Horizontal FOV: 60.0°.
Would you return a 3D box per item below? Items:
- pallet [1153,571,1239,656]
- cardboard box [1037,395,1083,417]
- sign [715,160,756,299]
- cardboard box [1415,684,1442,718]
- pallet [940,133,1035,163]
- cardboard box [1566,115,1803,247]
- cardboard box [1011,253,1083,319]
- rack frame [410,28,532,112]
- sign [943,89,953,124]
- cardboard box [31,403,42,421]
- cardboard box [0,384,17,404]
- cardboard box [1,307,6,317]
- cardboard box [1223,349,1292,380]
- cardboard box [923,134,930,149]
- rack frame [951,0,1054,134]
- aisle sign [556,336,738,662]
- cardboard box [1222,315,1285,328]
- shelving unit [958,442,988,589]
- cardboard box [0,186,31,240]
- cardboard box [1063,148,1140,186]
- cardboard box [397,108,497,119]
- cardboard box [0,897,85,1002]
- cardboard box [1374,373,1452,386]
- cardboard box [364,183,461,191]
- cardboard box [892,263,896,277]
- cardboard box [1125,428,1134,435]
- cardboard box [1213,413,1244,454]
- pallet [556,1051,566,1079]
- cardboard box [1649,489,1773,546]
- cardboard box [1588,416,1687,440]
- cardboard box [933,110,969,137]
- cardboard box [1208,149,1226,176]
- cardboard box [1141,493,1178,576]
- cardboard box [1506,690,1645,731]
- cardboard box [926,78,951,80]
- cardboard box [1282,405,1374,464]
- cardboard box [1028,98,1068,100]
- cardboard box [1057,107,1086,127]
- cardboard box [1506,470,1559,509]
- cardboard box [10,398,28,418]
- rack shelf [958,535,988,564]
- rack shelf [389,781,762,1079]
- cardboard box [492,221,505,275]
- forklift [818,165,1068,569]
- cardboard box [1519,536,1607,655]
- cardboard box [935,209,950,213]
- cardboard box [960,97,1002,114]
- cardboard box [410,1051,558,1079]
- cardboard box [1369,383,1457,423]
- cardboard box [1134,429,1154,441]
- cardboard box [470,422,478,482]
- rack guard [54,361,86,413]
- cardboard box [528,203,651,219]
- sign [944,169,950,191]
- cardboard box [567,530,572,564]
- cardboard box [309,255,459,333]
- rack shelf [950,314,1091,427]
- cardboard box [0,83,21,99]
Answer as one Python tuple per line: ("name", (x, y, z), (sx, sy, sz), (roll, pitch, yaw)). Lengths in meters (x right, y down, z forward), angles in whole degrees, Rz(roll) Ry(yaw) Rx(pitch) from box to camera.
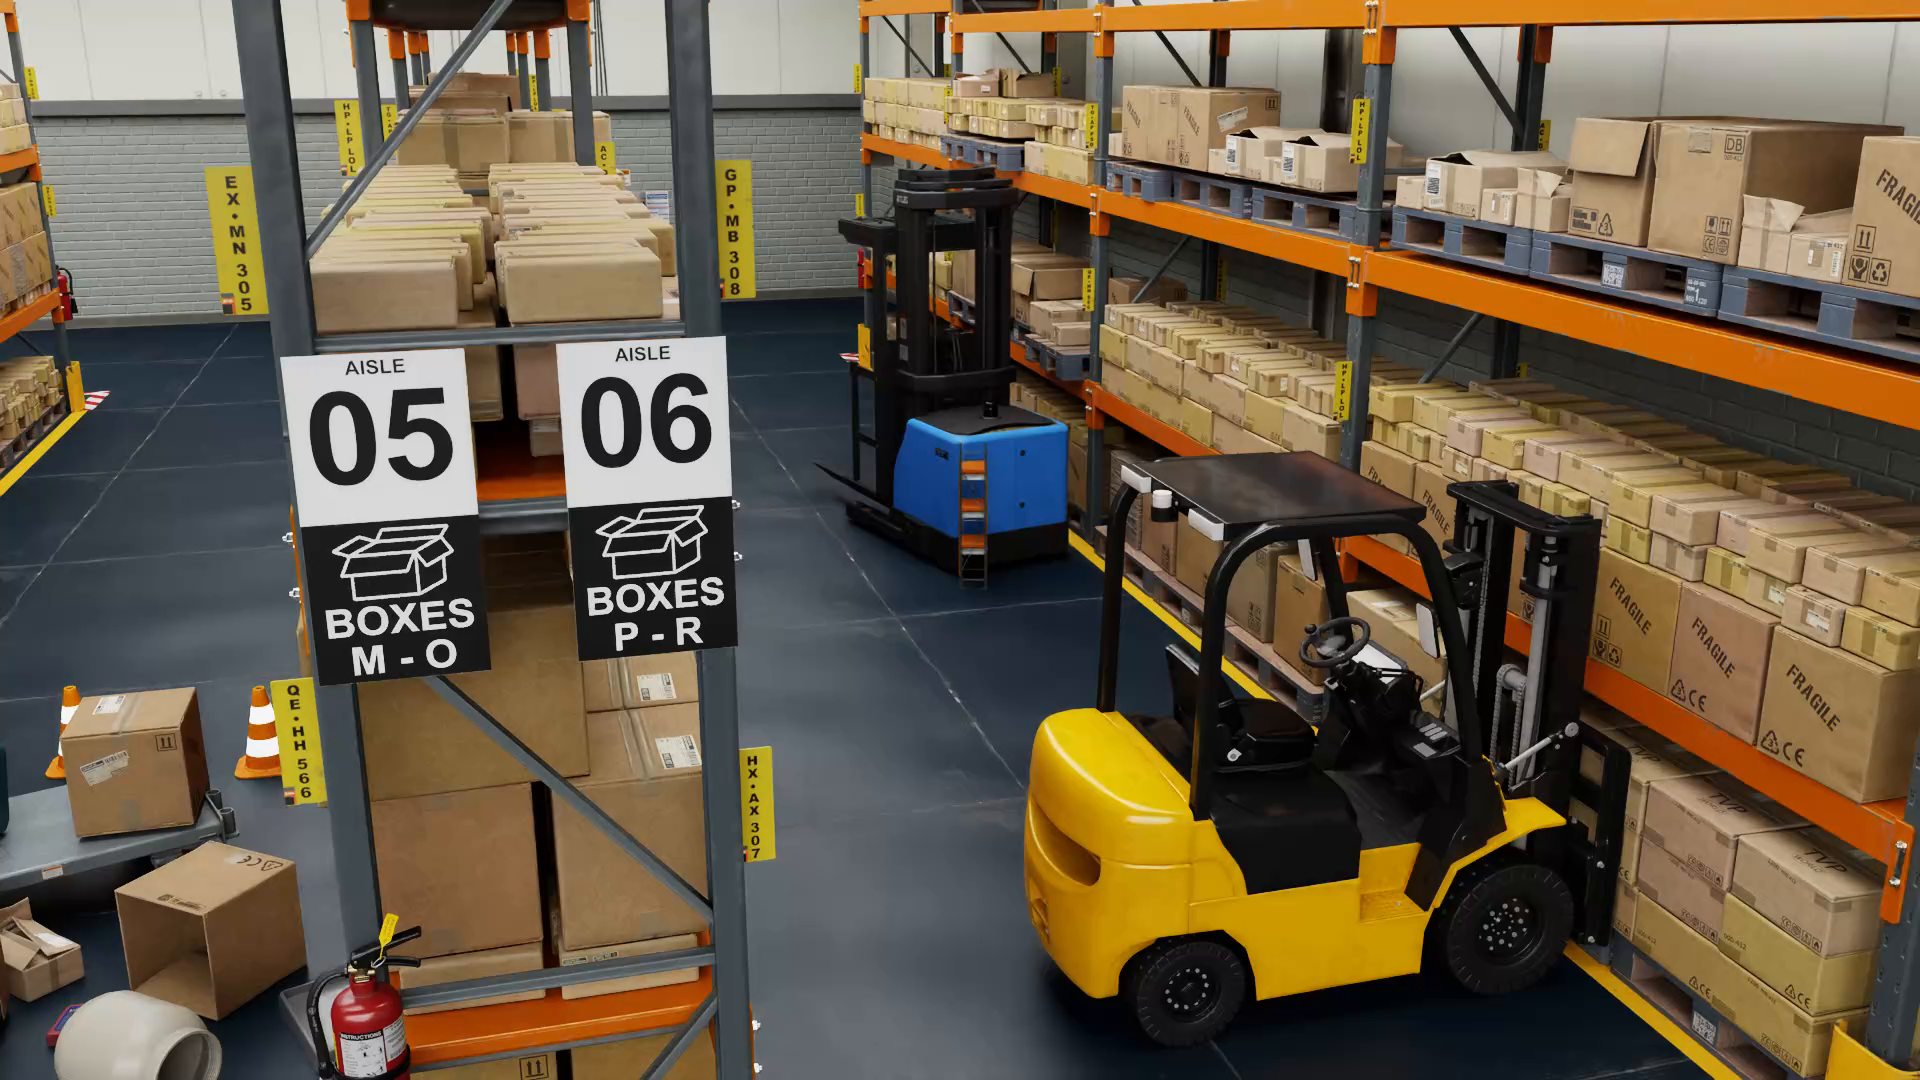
("pallet", (2.029, 0.456, 11.569), (1.003, 0.211, 1.213), (-5, 17, -15))
("cardboard box", (0.896, -1.174, 14.633), (0.380, 0.149, 0.250), (-5, 17, -16))
("sign", (-0.543, -0.739, 3.966), (0.100, 0.325, 0.005), (-5, 17, -15))
("cardboard box", (2.584, 0.833, 8.647), (0.500, 0.250, 0.500), (-5, 17, -16))
("pallet", (0.521, -3.715, 15.717), (1.213, 0.211, 1.003), (-5, 17, -15))
("cardboard box", (3.042, -1.529, 7.031), (0.797, 0.503, 0.637), (-4, 17, -13))
("cardboard box", (0.685, -2.291, 14.962), (0.700, 0.500, 0.500), (-5, 17, -16))
("rack frame", (-4.363, -5.034, 14.568), (1.000, 3.000, 0.127), (-5, 17, -15))
("sign", (-0.111, -4.193, 16.085), (0.100, 0.325, 0.005), (-5, 17, -15))
("cardboard box", (-9.480, -1.278, 16.720), (0.380, 0.149, 0.250), (-6, 18, -18))
("cardboard box", (-9.395, -1.408, 16.117), (0.380, 0.149, 0.250), (-5, 17, -15))
("cardboard box", (-9.474, -2.224, 16.079), (0.380, 0.149, 0.250), (-4, 17, -14))
("cardboard box", (1.921, -1.128, 10.691), (0.380, 0.149, 0.250), (-5, 17, -15))
("cardboard box", (-0.167, -4.158, 17.302), (0.380, 0.149, 0.250), (-5, 17, -15))
("rack frame", (0.409, -5.427, 15.878), (1.000, 3.000, 0.127), (-5, 17, -15))
("aisle sign", (-0.750, -0.094, 4.031), (0.394, 0.787, 0.004), (-5, 17, -15))
("cardboard box", (2.119, -1.530, 12.029), (0.380, 0.149, 0.250), (-5, 17, -16))
("shelving unit", (0.094, -0.177, 12.215), (0.215, 1.050, 0.252), (0, 17, -1))
("cardboard box", (-9.689, -3.270, 16.695), (0.500, 0.500, 0.500), (-5, 18, -17))
("cardboard box", (1.134, -2.935, 13.056), (0.500, 0.250, 0.500), (-5, 18, -17))
("cardboard box", (-2.747, -2.184, 8.956), (0.500, 0.250, 0.500), (-4, 17, -14))
("cardboard box", (-4.004, 1.757, 7.142), (0.396, 0.266, 0.258), (11, 20, 32))
("cardboard box", (2.694, -0.892, 9.907), (0.380, 0.149, 0.250), (-5, 18, -17))
("cardboard box", (-2.065, -1.250, 6.236), (0.380, 0.149, 0.250), (-5, 18, -17))
("cardboard box", (-0.557, -3.067, 18.886), (0.380, 0.149, 0.250), (-5, 17, -17))
("cardboard box", (1.546, -0.728, 14.275), (0.500, 0.500, 0.500), (-5, 17, -15))
("cardboard box", (1.967, -0.666, 10.717), (0.500, 0.250, 0.500), (-5, 17, -15))
("pallet", (-1.607, 1.909, 6.730), (1.003, 0.211, 1.213), (-5, 17, -15))
("cardboard box", (3.035, -0.092, 6.727), (0.380, 0.149, 0.250), (-4, 17, -14))
("cardboard box", (3.282, -0.495, 8.069), (0.380, 0.149, 0.250), (-5, 17, -16))
("cardboard box", (0.036, -4.175, 16.666), (0.500, 0.250, 0.500), (-5, 17, -15))
("cardboard box", (1.801, -2.400, 10.546), (0.380, 0.149, 0.250), (-5, 17, -16))
("cardboard box", (1.854, -0.158, 12.161), (0.875, 0.625, 0.625), (-4, 17, -13))
("cardboard box", (2.854, 0.879, 7.623), (0.500, 0.250, 0.500), (-5, 17, -16))
("cardboard box", (-0.157, -5.162, 19.084), (0.500, 0.250, 0.500), (-5, 17, -17))
("cardboard box", (2.227, -0.624, 9.708), (0.500, 0.250, 0.500), (-5, 17, -16))
("cardboard box", (0.836, -3.977, 15.281), (0.380, 0.149, 0.250), (-4, 17, -14))
("cardboard box", (1.008, -3.442, 13.533), (0.380, 0.149, 0.250), (-5, 17, -16))
("cardboard box", (2.766, -0.234, 7.717), (0.380, 0.149, 0.250), (-5, 18, -17))
("cardboard box", (-9.320, -1.270, 16.175), (0.380, 0.149, 0.250), (-5, 17, -15))
("rack shelf", (0.094, 0.100, 12.298), (0.215, 0.259, 0.240), (0, 17, -1))
("rack shelf", (-1.614, 0.950, 6.326), (1.077, 0.370, 4.000), (-5, 17, -15))
("cardboard box", (-1.518, -1.072, 6.337), (0.500, 0.250, 0.500), (-5, 17, -16))
("forklift", (-0.291, -1.564, 13.565), (1.130, 2.935, 3.031), (-9, 19, -26))
("cardboard box", (2.896, 0.178, 7.472), (0.500, 0.500, 0.500), (-5, 17, -15))
("cardboard box", (-0.412, -3.529, 18.425), (0.500, 0.500, 0.500), (-4, 17, -14))
("cardboard box", (0.211, -4.076, 15.610), (0.380, 0.149, 0.250), (-4, 17, -14))
("cardboard box", (-1.536, 1.714, 5.277), (0.500, 0.500, 0.500), (-5, 17, -15))
("cardboard box", (2.410, -0.731, 8.852), (0.380, 0.149, 0.250), (-4, 17, -14))
("cardboard box", (1.665, -0.931, 13.825), (0.380, 0.149, 0.250), (-4, 17, -12))
("cardboard box", (-1.432, -0.234, 4.240), (0.380, 0.149, 0.250), (-5, 17, -15))
("rack guard", (-10.173, -1.630, 18.008), (1.175, 0.500, 0.348), (-5, 17, -15))
("cardboard box", (-1.211, -1.011, 5.442), (0.380, 0.149, 0.250), (-4, 17, -14))
("sign", (-0.151, -4.405, 20.340), (0.100, 0.325, 0.005), (-5, 17, -15))
("cardboard box", (-1.508, 0.250, 6.714), (0.500, 0.500, 0.500), (-4, 17, -14))
("cardboard box", (-1.442, -0.610, 4.104), (0.380, 0.149, 0.250), (-5, 17, -15))
("rack shelf", (0.959, -1.656, 15.002), (1.077, 0.370, 4.000), (-5, 17, -15))
("cardboard box", (-9.820, -4.574, 16.950), (0.380, 0.149, 0.250), (-5, 17, -16))
